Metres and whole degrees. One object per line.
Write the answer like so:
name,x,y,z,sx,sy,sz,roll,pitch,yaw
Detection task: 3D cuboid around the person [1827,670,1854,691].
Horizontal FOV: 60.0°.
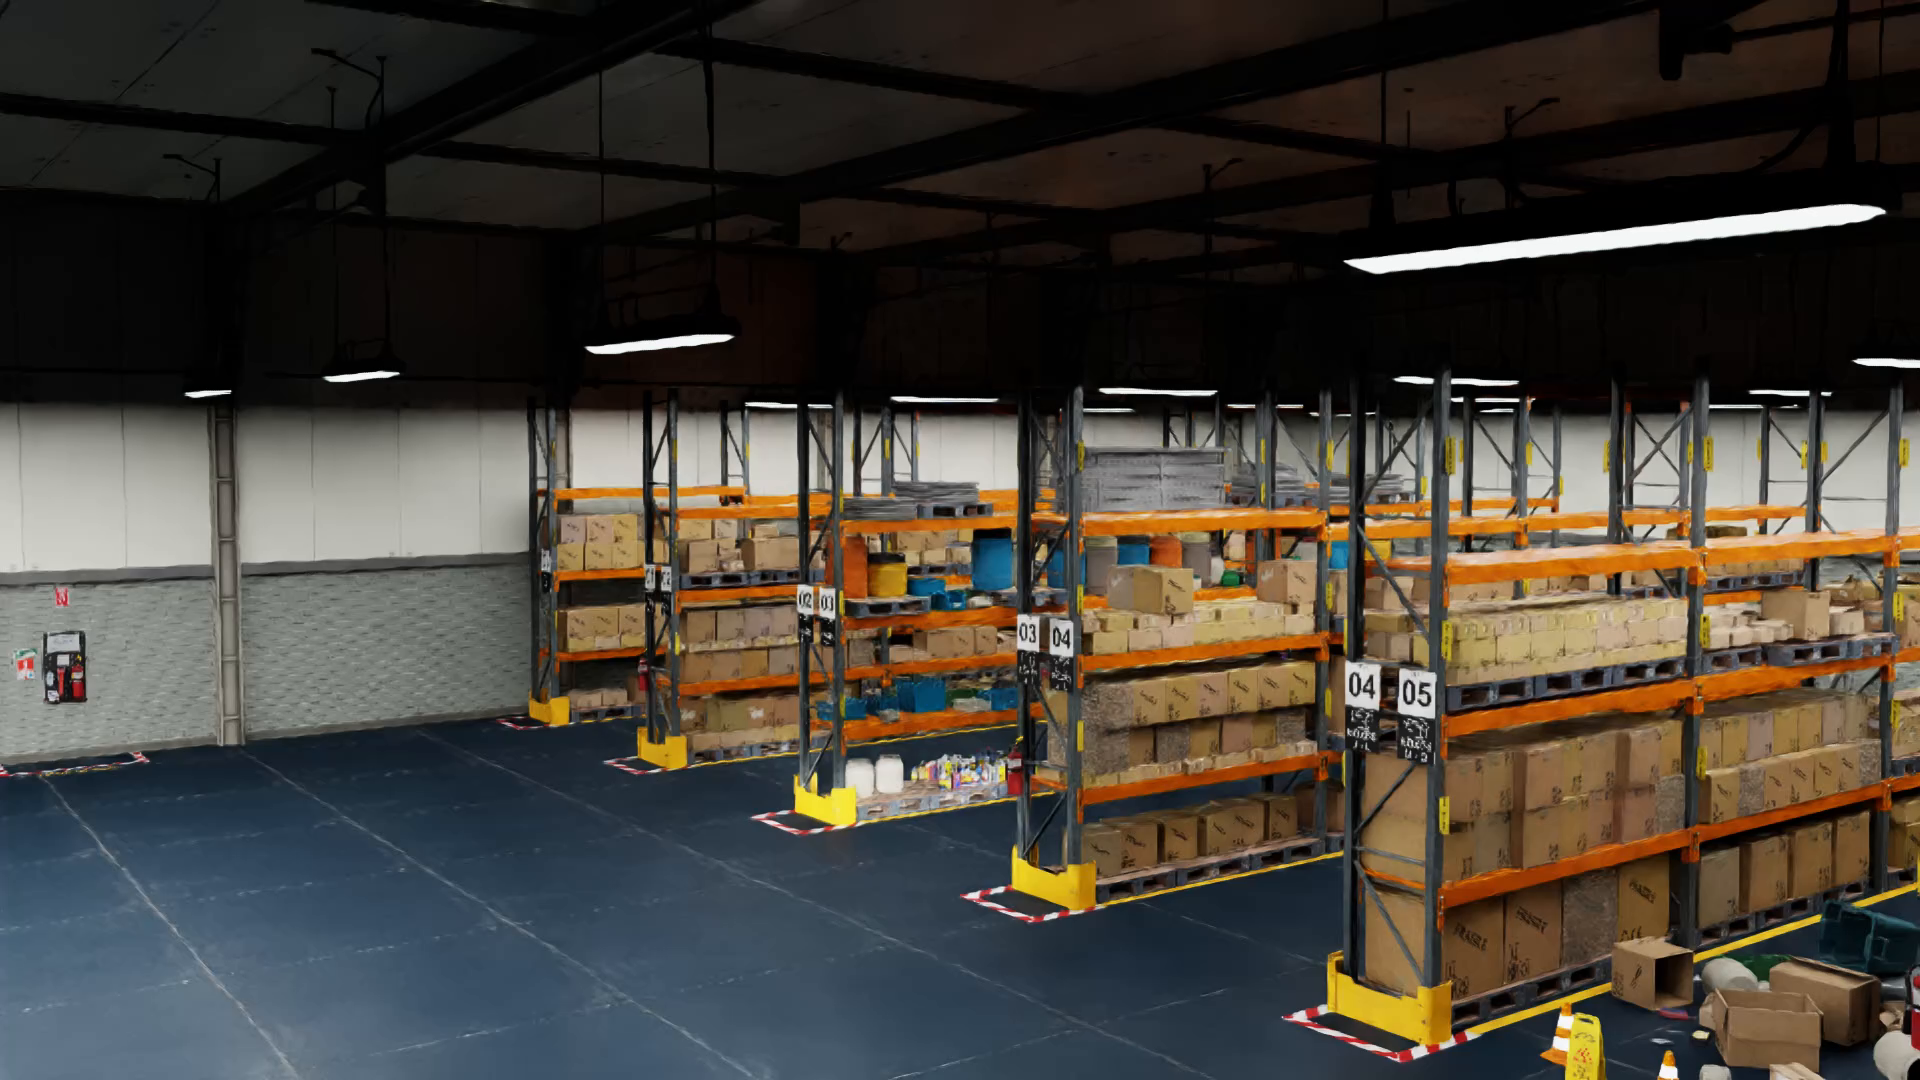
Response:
person,16.580,2.480,31.485,0.660,1.668,0.471,0,3,8

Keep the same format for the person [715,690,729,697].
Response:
person,-4.305,2.554,30.095,0.682,1.657,0.844,3,4,37
